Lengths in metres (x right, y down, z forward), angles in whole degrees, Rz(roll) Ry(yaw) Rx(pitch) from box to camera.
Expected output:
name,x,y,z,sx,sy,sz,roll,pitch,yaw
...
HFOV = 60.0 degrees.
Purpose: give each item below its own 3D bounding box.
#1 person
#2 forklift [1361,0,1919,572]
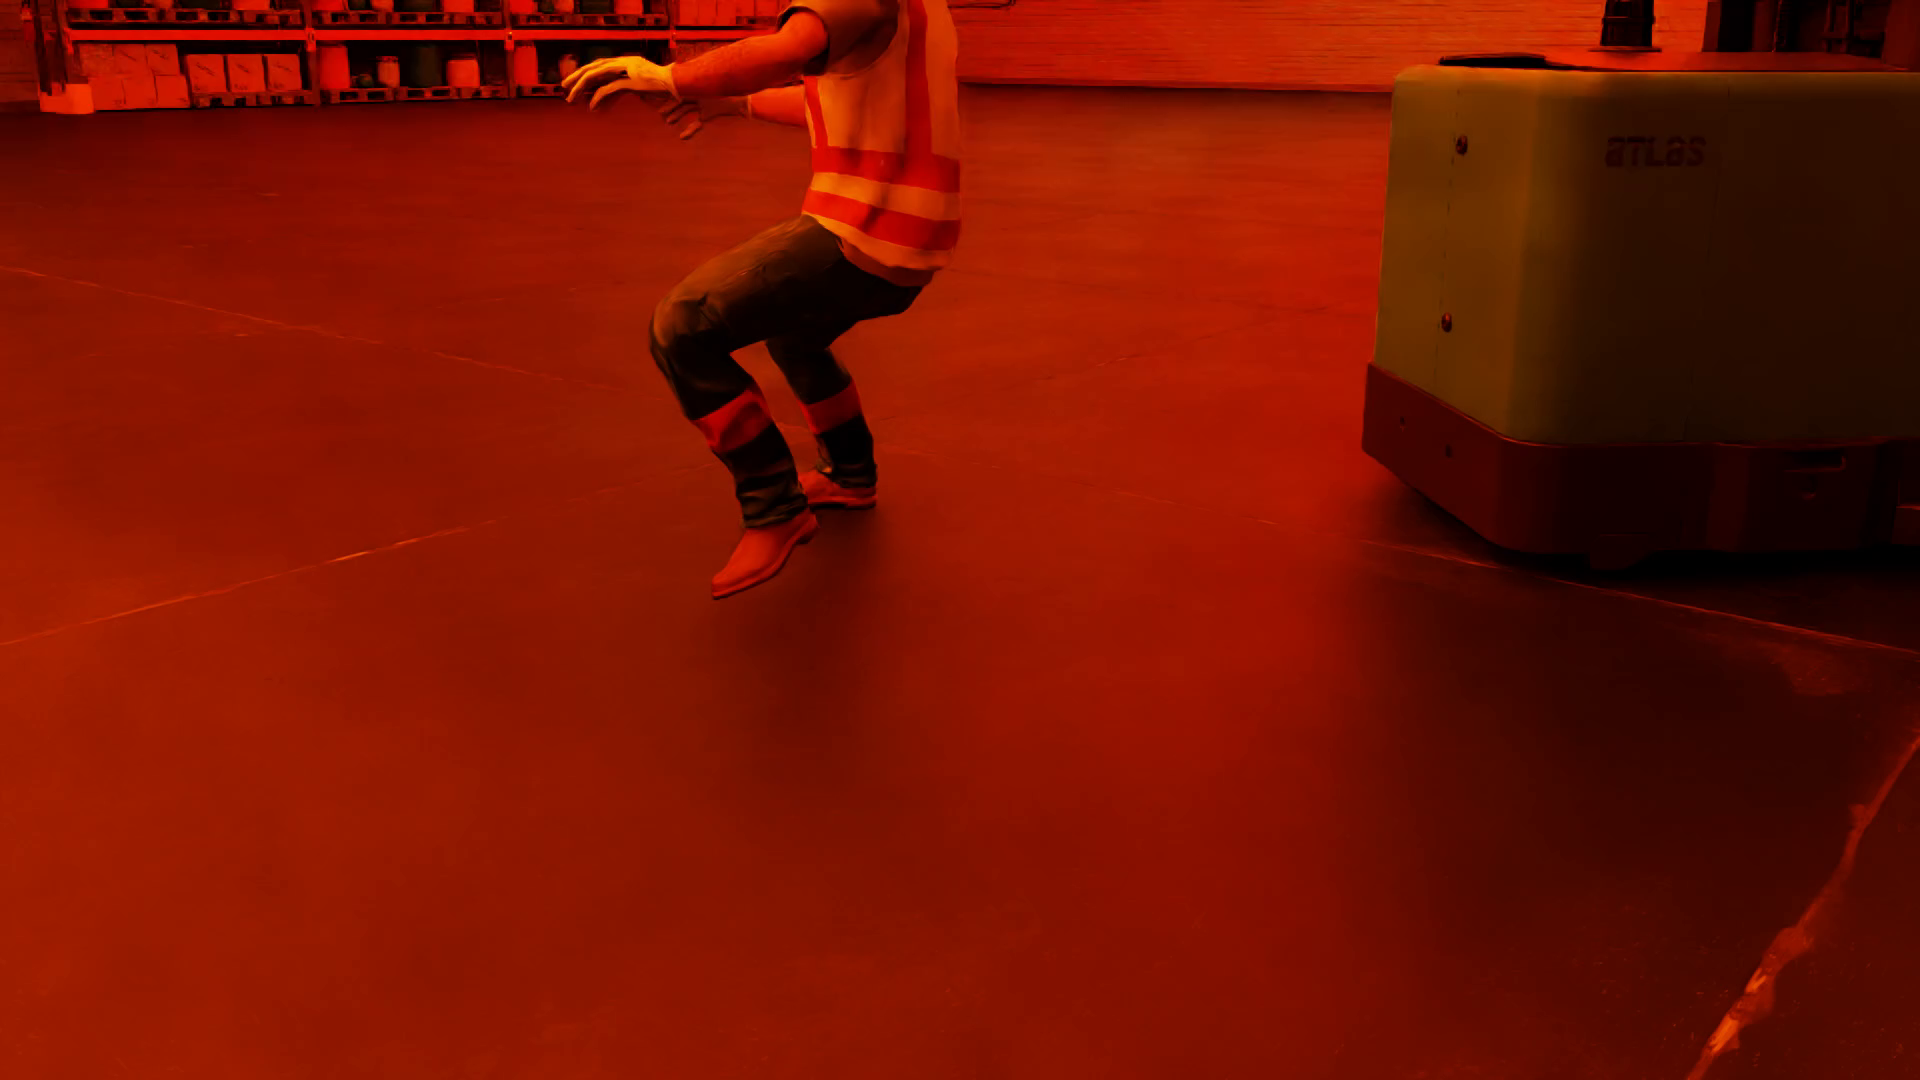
name,x,y,z,sx,sy,sz,roll,pitch,yaw
person,-0.387,-0.706,3.594,0.771,1.559,1.018,5,17,15
forklift,2.636,-1.495,3.822,3.031,2.935,1.130,-2,17,-6
